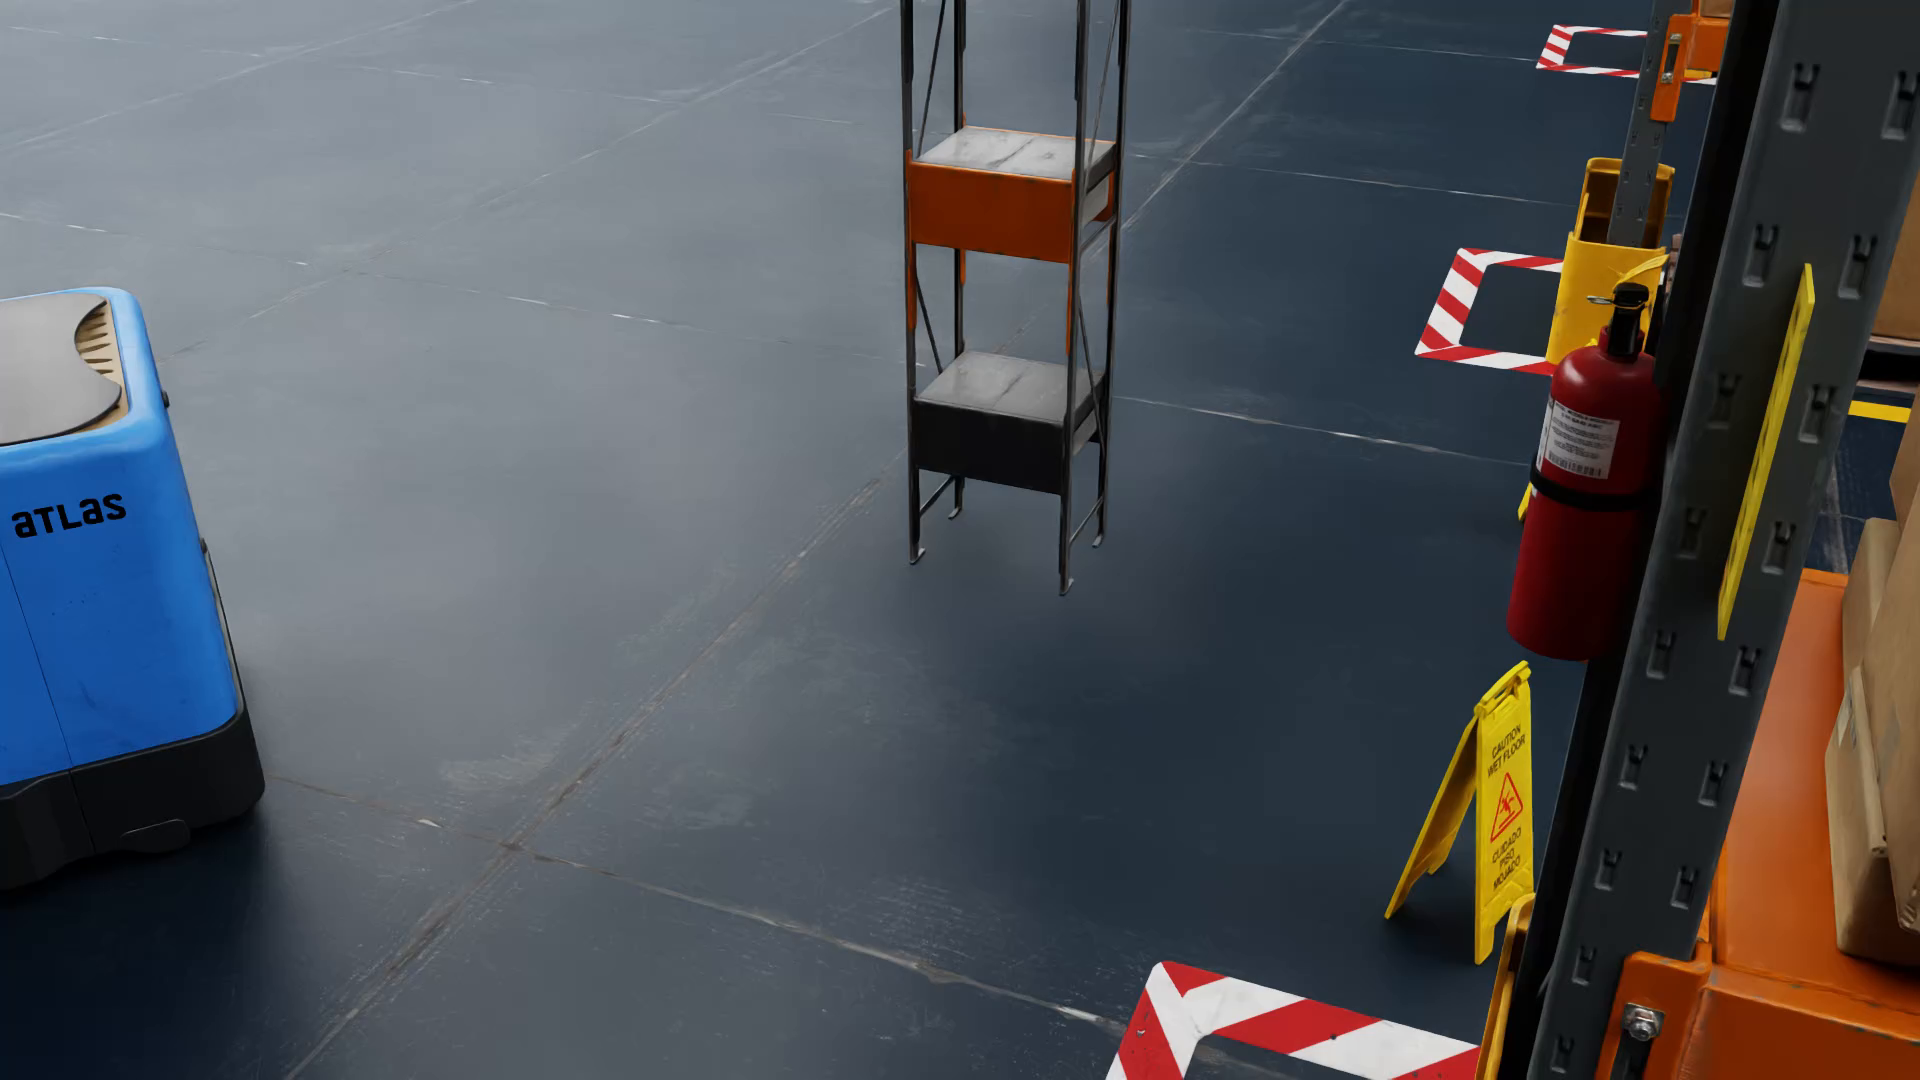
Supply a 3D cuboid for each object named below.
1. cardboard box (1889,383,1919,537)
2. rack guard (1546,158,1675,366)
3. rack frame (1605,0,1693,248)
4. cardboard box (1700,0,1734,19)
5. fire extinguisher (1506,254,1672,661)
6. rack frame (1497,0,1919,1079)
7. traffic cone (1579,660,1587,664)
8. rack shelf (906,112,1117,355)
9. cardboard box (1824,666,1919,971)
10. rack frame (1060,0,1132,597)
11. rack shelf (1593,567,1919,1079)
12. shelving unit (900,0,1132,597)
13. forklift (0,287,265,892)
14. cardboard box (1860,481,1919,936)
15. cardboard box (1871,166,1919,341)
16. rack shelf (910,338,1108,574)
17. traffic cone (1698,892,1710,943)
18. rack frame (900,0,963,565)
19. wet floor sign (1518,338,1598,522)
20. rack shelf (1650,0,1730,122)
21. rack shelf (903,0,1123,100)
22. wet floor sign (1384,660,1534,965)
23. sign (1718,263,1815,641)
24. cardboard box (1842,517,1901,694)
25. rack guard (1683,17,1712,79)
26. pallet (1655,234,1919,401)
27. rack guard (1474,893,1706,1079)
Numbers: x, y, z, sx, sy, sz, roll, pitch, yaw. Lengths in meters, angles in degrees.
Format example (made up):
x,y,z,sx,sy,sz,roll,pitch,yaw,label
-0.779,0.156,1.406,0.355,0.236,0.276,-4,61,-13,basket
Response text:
x,y,z,sx,sy,sz,roll,pitch,yaw,label
1.510,-0.141,2.047,0.500,0.500,0.500,11,31,18,cardboard box
2.649,-1.135,6.750,0.348,0.500,1.175,11,31,19,rack guard
2.671,-2.219,6.127,0.127,3.000,1.000,11,31,19,rack frame
3.032,-2.236,6.005,0.550,0.550,0.875,11,31,19,cardboard box
0.971,-0.141,2.529,0.183,0.674,0.296,11,31,19,fire extinguisher
0.903,0.059,2.098,0.053,2.616,0.949,11,31,19,rack frame
1.890,0.084,4.631,0.334,0.463,0.336,11,31,19,traffic cone
0.153,-0.872,4.686,0.480,0.518,0.431,11,31,19,rack shelf
1.141,0.324,1.884,0.250,0.149,0.380,11,31,19,cardboard box
0.379,-0.838,4.599,0.015,2.100,0.400,11,31,19,rack frame
2.757,0.740,1.623,4.000,0.370,1.077,11,31,19,rack shelf
0.153,-0.883,4.679,0.503,2.100,0.431,11,31,19,shelving unit
-3.234,-0.464,3.092,3.031,2.935,1.130,-14,32,-23,forklift
1.239,0.098,1.624,0.500,0.500,0.500,11,31,18,cardboard box
3.325,-1.381,6.378,0.875,0.875,0.875,11,31,19,cardboard box
0.153,-0.262,5.030,0.480,0.518,0.431,11,31,19,rack shelf
1.787,0.653,3.625,0.334,0.463,0.336,11,31,19,traffic cone
-0.073,-0.929,4.759,0.015,2.100,0.400,11,31,19,rack frame
1.900,-0.296,5.118,0.232,0.644,0.267,6,30,11,wet floor sign
4.525,-1.535,5.649,4.000,0.370,1.077,11,31,19,rack shelf
0.153,-1.481,4.341,0.480,0.518,0.431,11,31,19,rack shelf
1.130,0.559,3.605,0.232,0.644,0.267,24,37,36,wet floor sign
0.700,-0.072,1.450,0.005,0.325,0.100,11,31,19,sign
1.331,0.138,2.213,0.250,0.149,0.380,12,32,21,cardboard box
4.700,-3.359,10.685,0.348,0.500,1.175,11,31,19,rack guard
3.442,-0.892,6.614,1.213,0.211,1.003,11,31,19,pallet
0.974,1.159,2.691,0.348,0.500,1.175,11,31,19,rack guard
